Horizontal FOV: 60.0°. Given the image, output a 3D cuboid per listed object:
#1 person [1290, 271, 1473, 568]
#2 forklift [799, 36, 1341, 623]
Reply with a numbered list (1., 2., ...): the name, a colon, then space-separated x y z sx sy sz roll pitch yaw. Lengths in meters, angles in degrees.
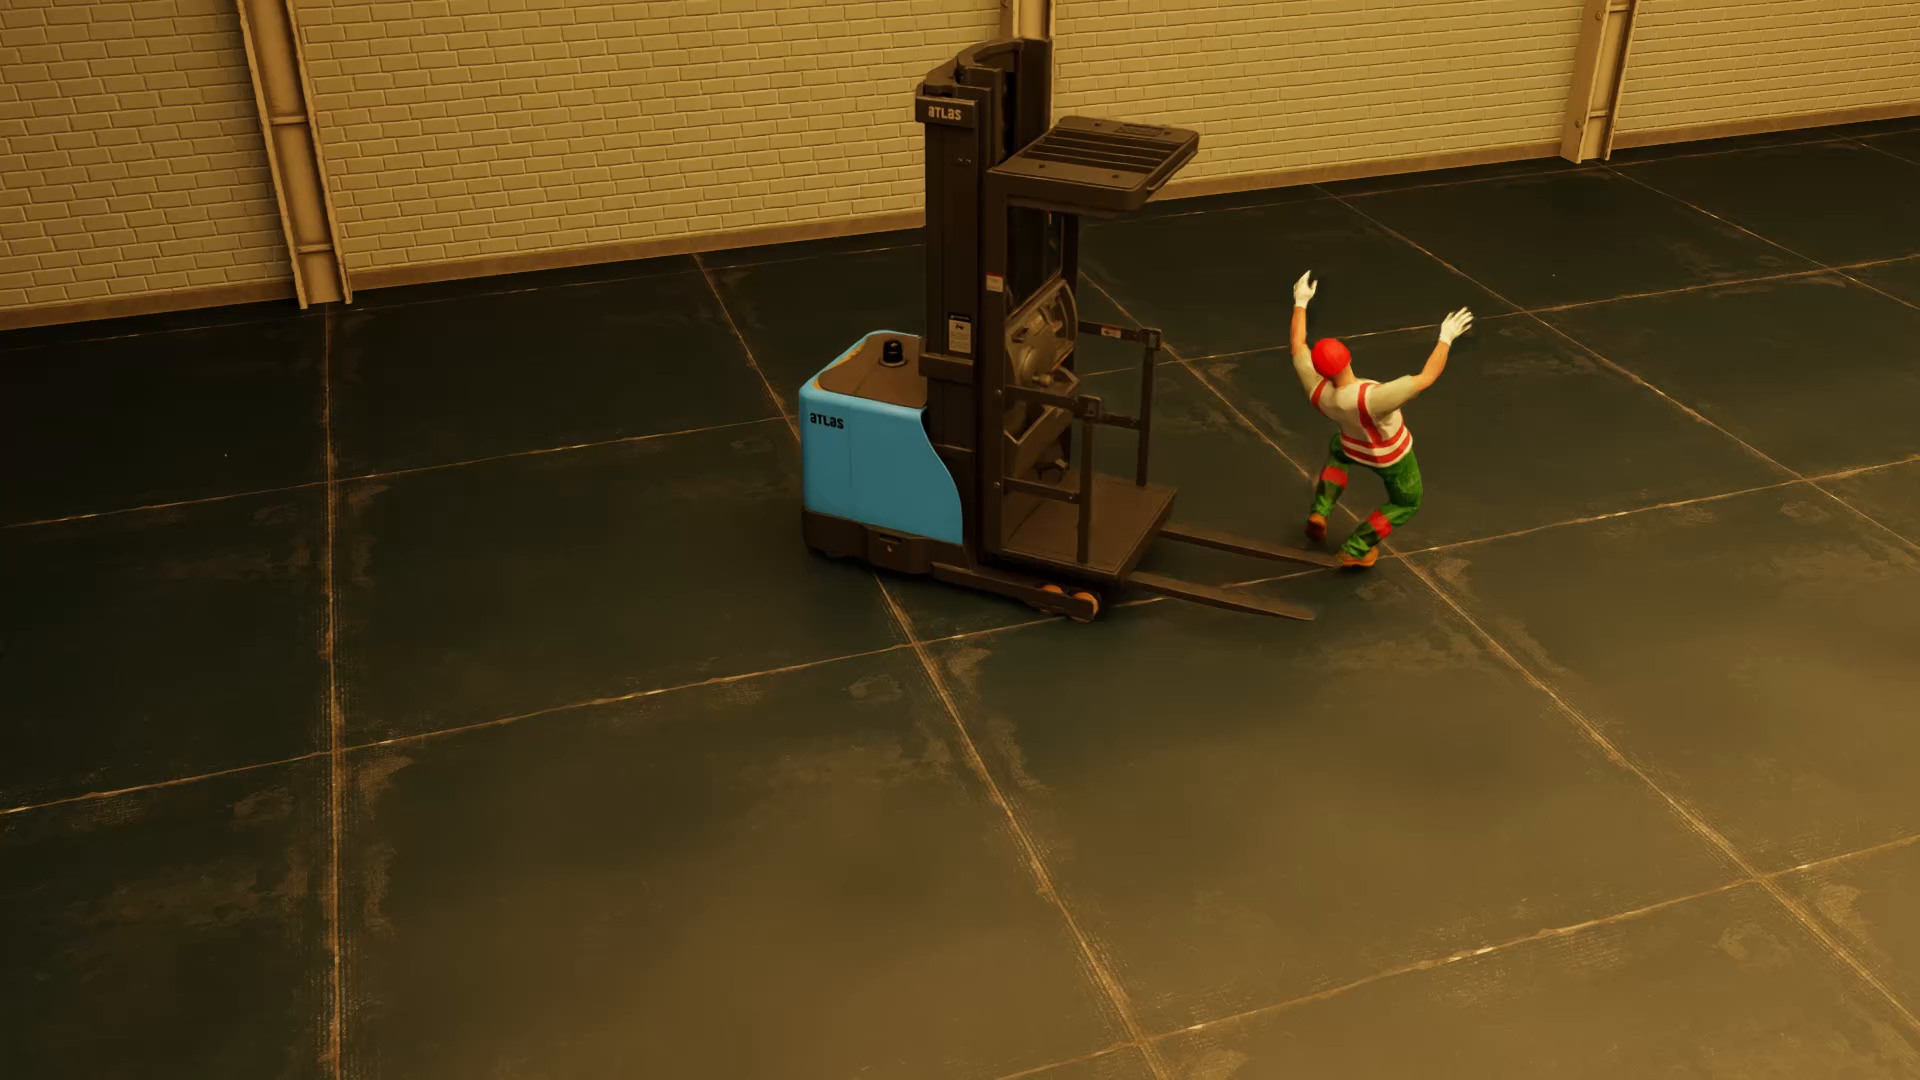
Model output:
1. person: 2.218 -0.617 9.454 0.777 1.640 0.992 -25 38 -37
2. forklift: 0.633 -1.114 9.023 3.031 2.935 1.130 13 32 21
